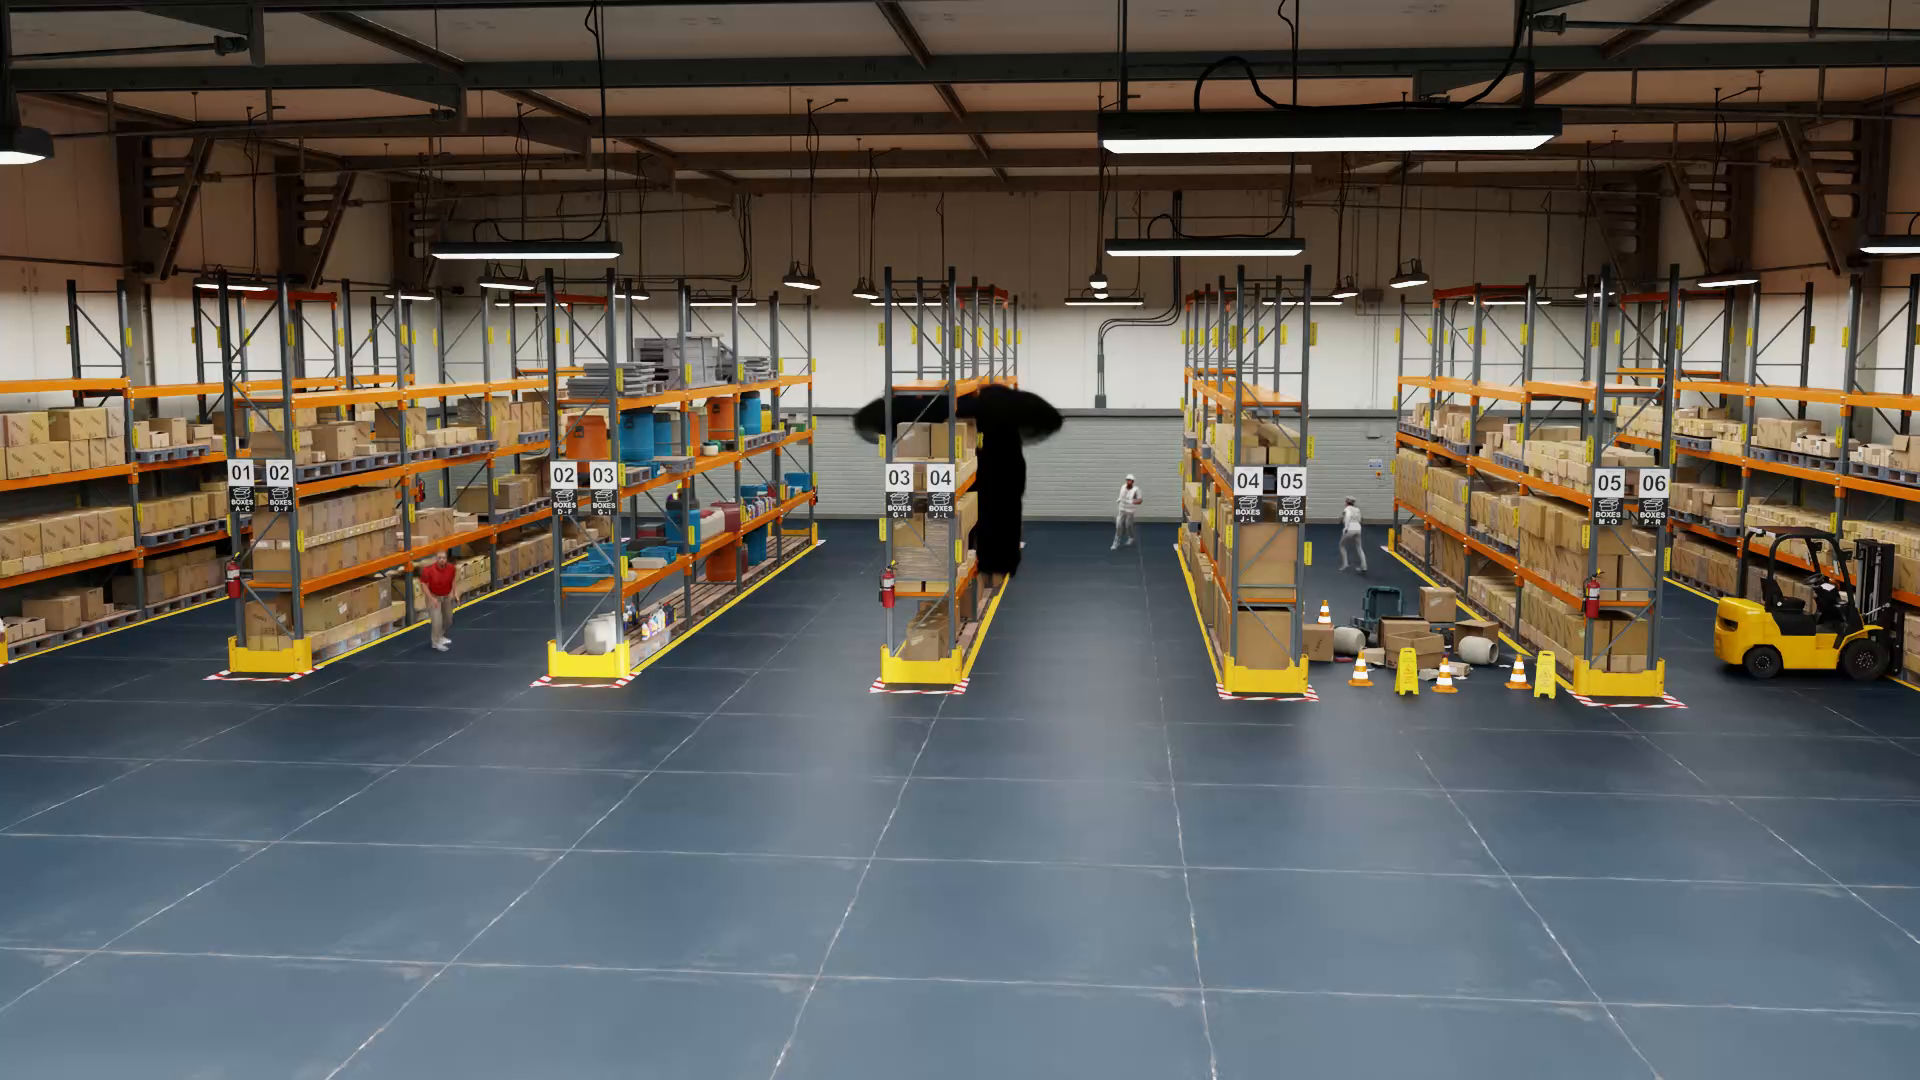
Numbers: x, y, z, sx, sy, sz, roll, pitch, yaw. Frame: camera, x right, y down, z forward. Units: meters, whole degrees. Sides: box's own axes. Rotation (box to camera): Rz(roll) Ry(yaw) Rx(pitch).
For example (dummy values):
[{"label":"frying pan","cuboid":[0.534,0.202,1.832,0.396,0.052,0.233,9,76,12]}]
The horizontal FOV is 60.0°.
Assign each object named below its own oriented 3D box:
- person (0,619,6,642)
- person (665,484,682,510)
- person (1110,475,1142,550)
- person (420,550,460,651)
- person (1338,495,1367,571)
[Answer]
[{"label":"person","cuboid":[-12.841,1.572,21.606,0.941,1.748,0.733,5,8,35]},{"label":"person","cuboid":[-6.427,-0.472,38.275,0.694,1.681,0.712,-1,7,-12]},{"label":"person","cuboid":[4.038,-0.669,39.576,0.711,1.794,0.920,5,9,35]},{"label":"person","cuboid":[-8.404,0.957,26.719,0.776,1.666,0.662,6,9,41]},{"label":"person","cuboid":[8.412,-0.125,35.650,0.595,1.646,0.932,-3,7,-21]}]
